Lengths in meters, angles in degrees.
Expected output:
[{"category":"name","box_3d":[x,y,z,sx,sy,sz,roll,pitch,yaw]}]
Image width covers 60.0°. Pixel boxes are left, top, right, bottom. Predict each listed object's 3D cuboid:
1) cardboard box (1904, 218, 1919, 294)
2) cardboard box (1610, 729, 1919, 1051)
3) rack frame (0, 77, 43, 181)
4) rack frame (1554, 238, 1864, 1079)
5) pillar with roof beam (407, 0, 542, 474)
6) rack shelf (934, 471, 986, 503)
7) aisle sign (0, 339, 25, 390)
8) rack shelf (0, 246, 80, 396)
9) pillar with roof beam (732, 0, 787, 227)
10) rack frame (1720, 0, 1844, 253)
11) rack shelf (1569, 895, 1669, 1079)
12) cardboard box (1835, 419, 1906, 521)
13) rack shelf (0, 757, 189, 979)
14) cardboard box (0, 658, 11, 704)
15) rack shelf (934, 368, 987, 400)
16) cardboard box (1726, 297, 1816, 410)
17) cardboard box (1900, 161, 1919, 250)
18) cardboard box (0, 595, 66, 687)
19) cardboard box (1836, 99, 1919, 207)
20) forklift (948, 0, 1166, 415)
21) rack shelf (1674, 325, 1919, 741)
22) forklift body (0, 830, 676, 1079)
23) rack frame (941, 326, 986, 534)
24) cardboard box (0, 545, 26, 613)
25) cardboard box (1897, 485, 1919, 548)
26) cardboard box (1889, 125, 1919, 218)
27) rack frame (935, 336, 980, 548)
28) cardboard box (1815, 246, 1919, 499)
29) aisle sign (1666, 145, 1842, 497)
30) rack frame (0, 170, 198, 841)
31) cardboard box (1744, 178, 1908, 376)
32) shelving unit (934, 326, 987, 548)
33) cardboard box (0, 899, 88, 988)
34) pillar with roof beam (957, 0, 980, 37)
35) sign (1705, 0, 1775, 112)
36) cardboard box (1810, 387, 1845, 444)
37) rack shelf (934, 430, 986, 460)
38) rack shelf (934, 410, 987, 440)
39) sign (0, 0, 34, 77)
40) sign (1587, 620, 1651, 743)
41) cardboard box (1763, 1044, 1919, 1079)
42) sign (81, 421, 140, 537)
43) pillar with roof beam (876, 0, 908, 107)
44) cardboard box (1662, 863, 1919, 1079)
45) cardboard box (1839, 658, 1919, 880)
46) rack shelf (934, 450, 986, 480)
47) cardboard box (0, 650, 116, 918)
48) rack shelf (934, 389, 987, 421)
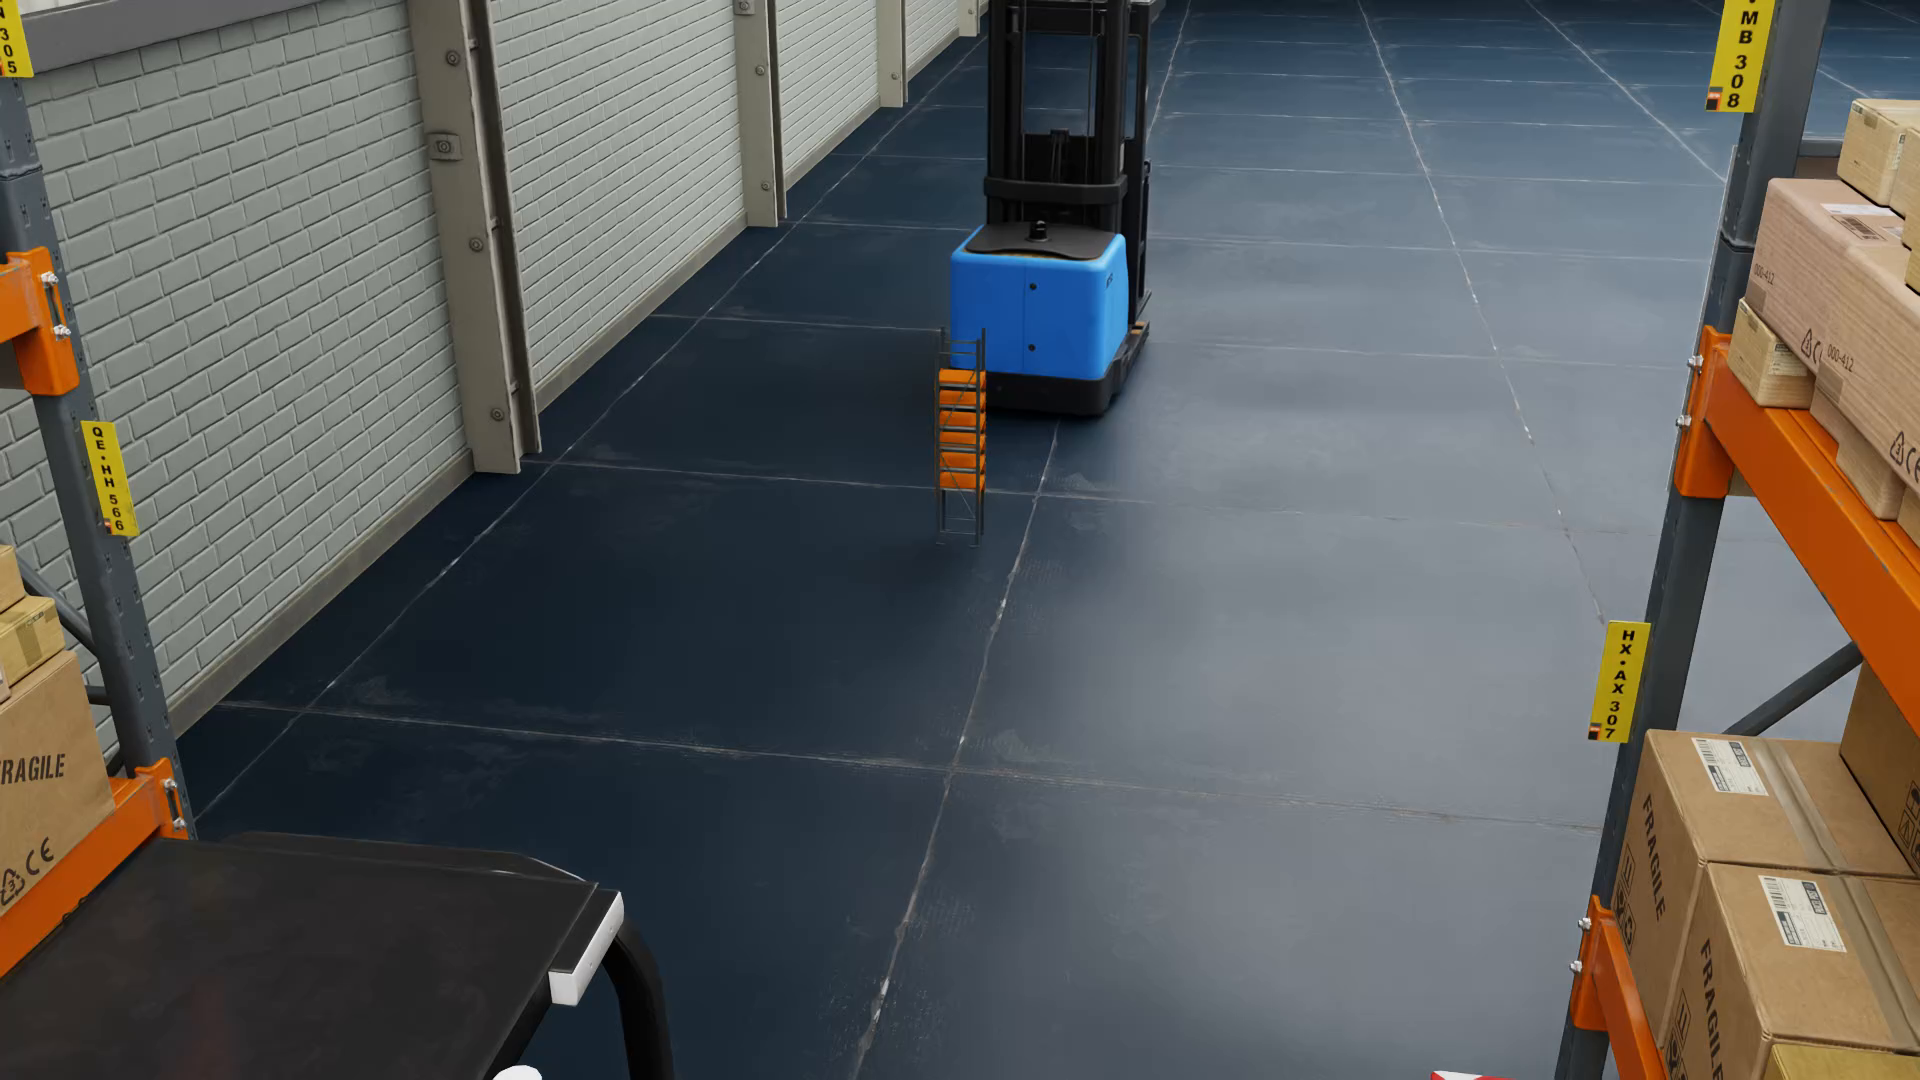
[{"category":"cardboard box","box_3d":[1.608,-0.395,2.373,0.380,0.149,0.250,4,25,8]},{"category":"cardboard box","box_3d":[1.758,0.769,3.601,0.500,0.500,0.500,4,25,8]},{"category":"rack frame","box_3d":[-2.789,-2.290,3.527,1.000,3.000,0.127,4,25,9]},{"category":"rack frame","box_3d":[2.109,0.770,4.067,1.000,3.000,0.127,4,25,9]},{"category":"pillar with roof beam","box_3d":[1.436,-4.272,7.762,9.100,9.000,0.400,4,25,9]},{"category":"rack shelf","box_3d":[0.002,-0.292,9.129,0.258,0.103,0.180,4,25,9]},{"category":"aisle sign","box_3d":[-2.488,-0.757,4.262,0.394,0.787,0.004,4,25,9]},{"category":"rack shelf","box_3d":[-3.116,0.231,2.528,1.077,0.370,4.000,4,25,9]},{"category":"pillar with roof beam","box_3d":[2.416,-6.781,13.123,9.100,9.000,0.400,4,25,9]},{"category":"rack frame","box_3d":[2.109,-1.947,2.795,1.000,3.000,0.127,4,25,9]},{"category":"rack shelf","box_3d":[1.782,1.932,2.432,1.077,0.370,4.000,4,25,9]},{"category":"cardboard box","box_3d":[1.703,-0.134,2.756,0.380,0.149,0.250,5,25,10]},{"category":"rack shelf","box_3d":[-3.116,1.590,3.164,1.077,0.370,4.000,4,25,9]},{"category":"cardboard box","box_3d":[-2.582,0.362,4.056,0.380,0.149,0.250,4,25,9]},{"category":"rack shelf","box_3d":[0.002,-0.835,8.875,0.258,0.103,0.180,4,25,9]},{"category":"cardboard box","box_3d":[1.734,-0.359,3.236,0.380,0.149,0.250,4,25,9]},{"category":"cardboard box","box_3d":[1.722,-0.495,2.586,0.380,0.149,0.250,4,25,8]},{"category":"cardboard box","box_3d":[-2.569,0.253,4.288,0.380,0.149,0.250,4,25,9]},{"category":"cardboard box","box_3d":[1.849,-0.702,3.028,0.380,0.149,0.250,4,25,8]},{"category":"forklift","box_3d":[0.788,-2.739,11.645,1.130,2.935,3.031,6,26,13]},{"category":"rack shelf","box_3d":[1.782,0.574,1.797,1.077,0.370,4.000,4,25,9]},{"category":"forklift body","box_3d":[-1.299,1.731,3.014,2.313,2.155,1.214,4,25,9]},{"category":"rack frame","box_3d":[0.017,-0.588,9.090,0.240,1.200,0.006,4,25,9]},{"category":"cardboard box","box_3d":[-2.639,0.118,4.225,0.380,0.149,0.250,4,25,9]},{"category":"cardboard box","box_3d":[1.686,-0.029,2.532,0.380,0.149,0.250,4,25,8]},{"category":"cardboard box","box_3d":[1.824,-0.595,2.800,0.380,0.149,0.250,4,25,8]},{"category":"rack frame","box_3d":[-0.013,-0.511,8.927,0.240,1.200,0.006,4,25,9]},{"category":"cardboard box","box_3d":[1.672,-0.254,2.541,0.500,0.250,0.500,4,25,8]},{"category":"aisle sign","box_3d":[1.813,-0.455,3.617,0.394,0.787,0.004,4,25,9]},{"category":"rack frame","box_3d":[-2.789,0.428,4.798,1.000,3.000,0.127,4,25,9]},{"category":"cardboard box","box_3d":[1.764,-0.464,2.990,0.500,0.250,0.500,4,25,8]},{"category":"shelving unit","box_3d":[0.002,-0.549,9.009,0.258,1.200,0.189,4,25,9]},{"category":"cardboard box","box_3d":[-2.556,1.244,4.623,0.500,0.250,0.500,5,26,10]},{"category":"pillar with roof beam","box_3d":[4.378,-11.800,23.845,9.100,9.000,0.400,4,25,9]},{"category":"sign","box_3d":[1.573,-1.022,3.326,0.100,0.325,0.005,4,25,9]},{"category":"cardboard box","box_3d":[1.780,-0.243,2.988,0.380,0.149,0.250,3,25,7]},{"category":"rack shelf","box_3d":[0.002,-0.509,9.027,0.258,0.103,0.180,4,25,9]},{"category":"rack shelf","box_3d":[0.002,-0.618,8.977,0.258,0.103,0.180,4,25,9]},{"category":"sign","box_3d":[-2.256,-1.253,3.899,0.100,0.325,0.005,4,25,9]},{"category":"sign","box_3d":[1.573,0.340,3.964,0.100,0.325,0.005,4,25,9]},{"category":"cardboard box","box_3d":[1.594,1.199,2.682,0.500,0.500,0.500,4,25,7]},{"category":"sign","box_3d":[-2.256,-0.161,4.410,0.100,0.325,0.005,4,25,9]},{"category":"pillar with roof beam","box_3d":[3.397,-9.291,18.484,9.100,9.000,0.400,4,25,9]},{"category":"cardboard box","box_3d":[1.676,0.986,3.137,0.500,0.500,0.500,5,26,10]},{"category":"cardboard box","box_3d":[2.241,0.366,3.282,0.700,0.500,0.500,3,25,7]},{"category":"rack shelf","box_3d":[0.002,-0.401,9.078,0.258,0.103,0.180,4,25,9]},{"category":"cardboard box","box_3d":[-2.610,0.606,4.299,0.500,0.500,0.500,3,25,7]},{"category":"rack shelf","box_3d":[0.002,-0.727,8.926,0.258,0.103,0.180,4,25,9]}]
